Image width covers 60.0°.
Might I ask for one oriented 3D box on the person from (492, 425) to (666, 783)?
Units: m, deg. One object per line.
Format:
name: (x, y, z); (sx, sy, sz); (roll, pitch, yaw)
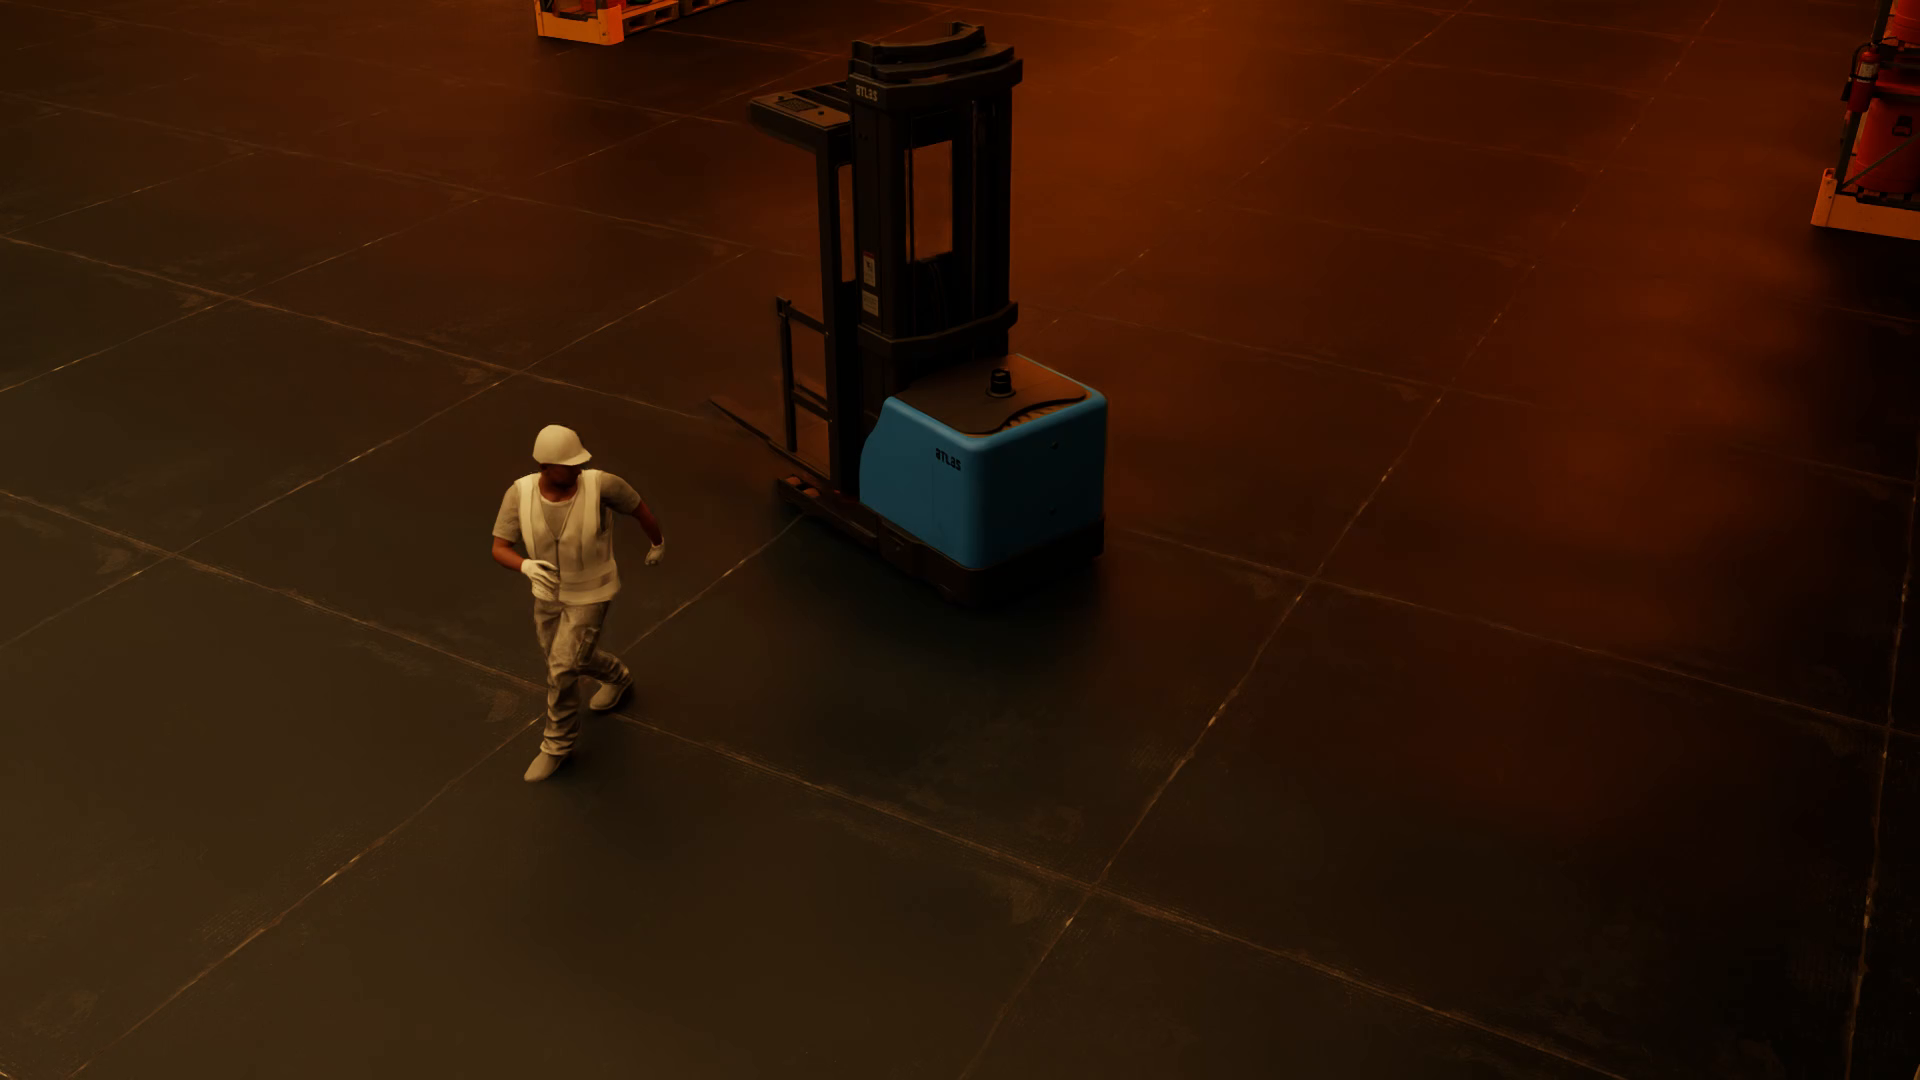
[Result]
person: (-1.851, 0.233, 7.938); (0.572, 1.706, 0.975); (11, 32, 19)

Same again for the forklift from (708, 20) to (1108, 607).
forklift: (-0.482, -1.563, 9.780); (1.130, 2.935, 3.031); (-22, 37, -33)
